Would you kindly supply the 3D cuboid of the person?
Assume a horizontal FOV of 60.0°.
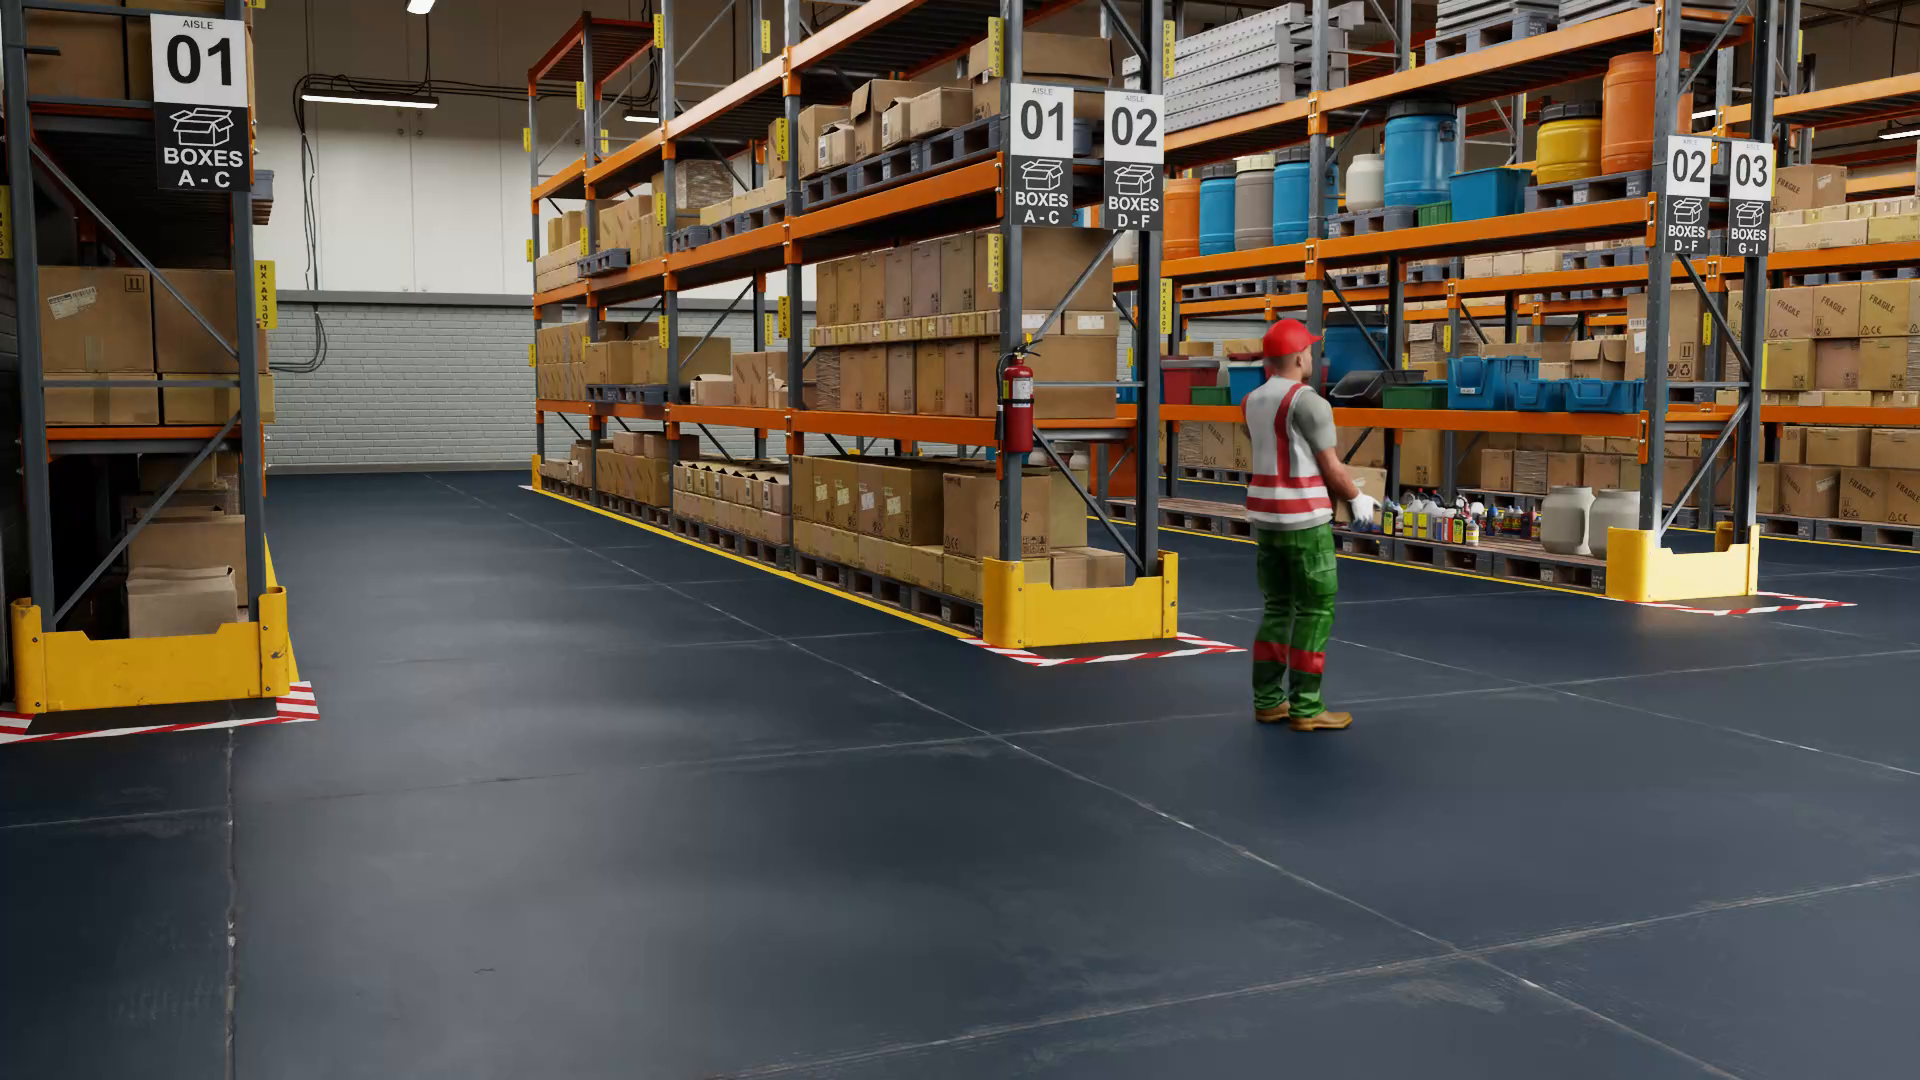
[{"bbox_3d":[1.484,-0.066,7.328,0.447,1.778,0.592,-3,6,-26],"label":"person"}]
